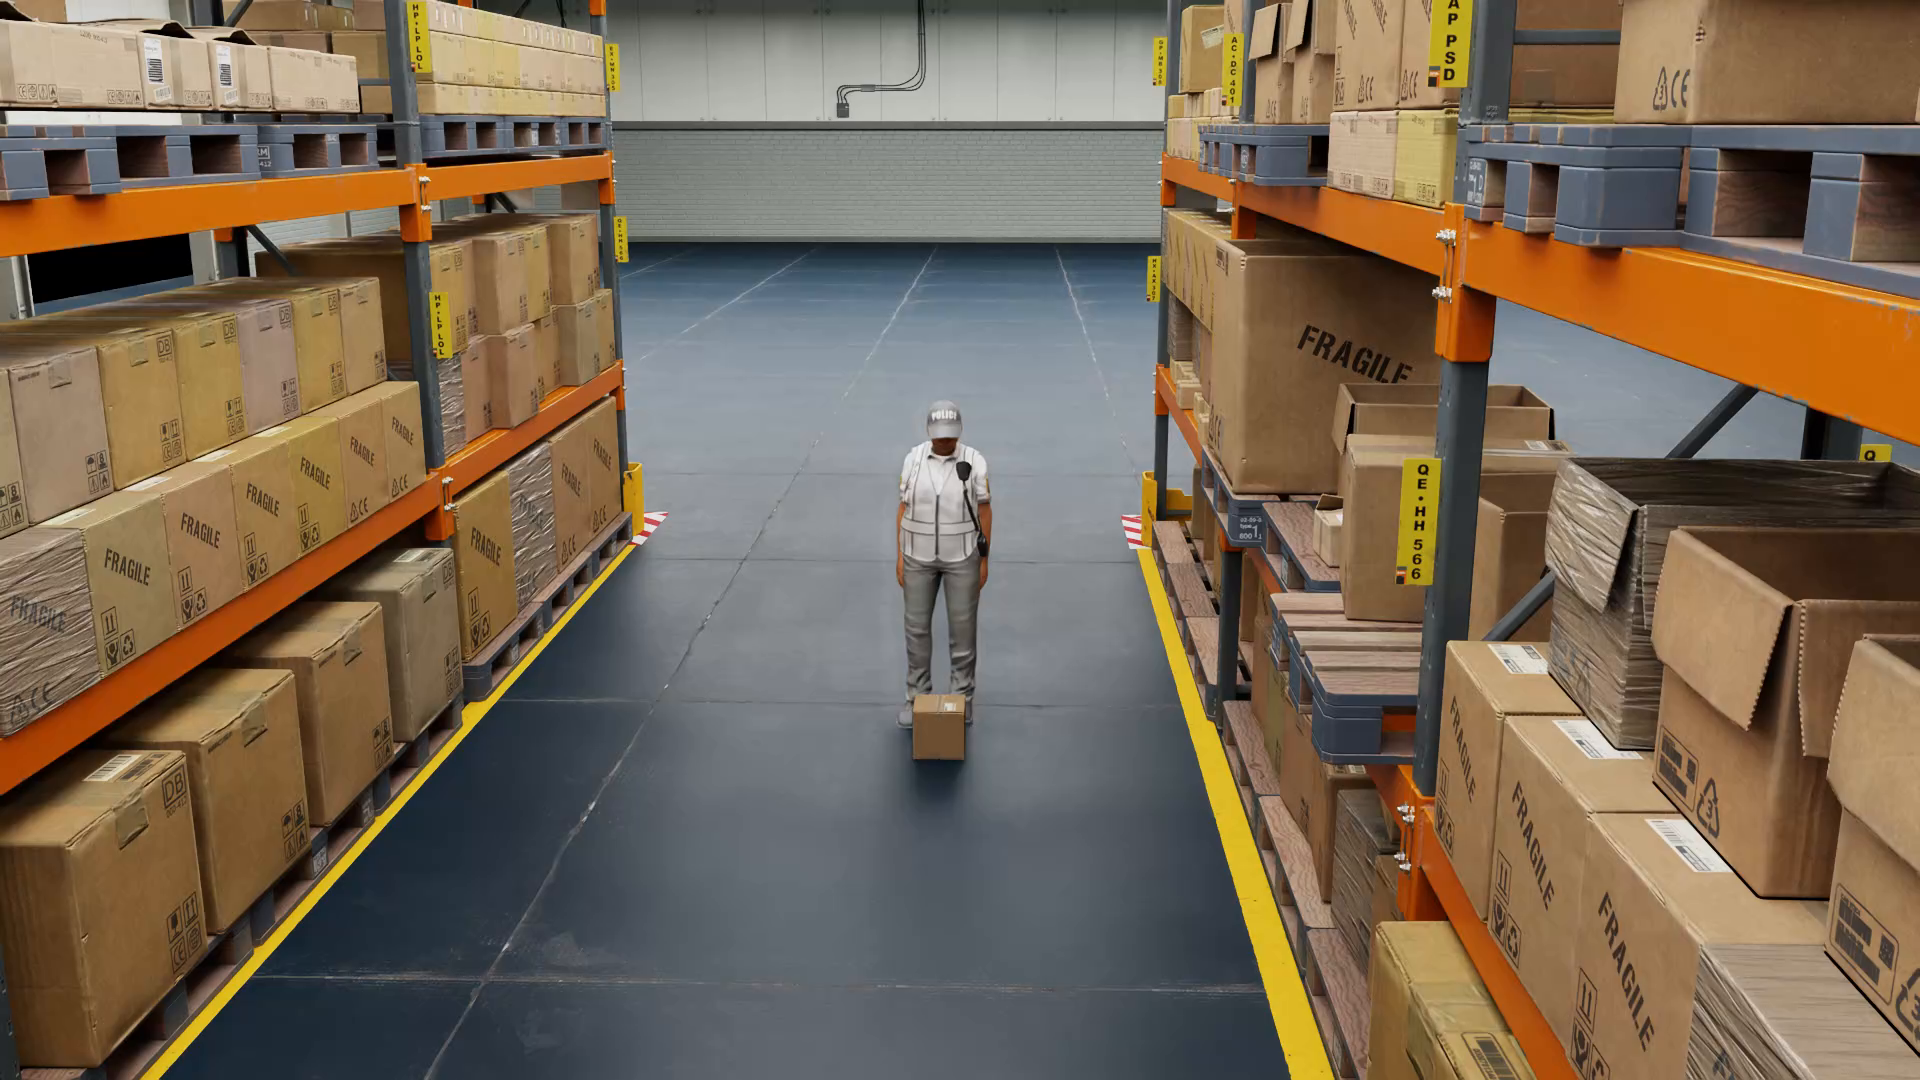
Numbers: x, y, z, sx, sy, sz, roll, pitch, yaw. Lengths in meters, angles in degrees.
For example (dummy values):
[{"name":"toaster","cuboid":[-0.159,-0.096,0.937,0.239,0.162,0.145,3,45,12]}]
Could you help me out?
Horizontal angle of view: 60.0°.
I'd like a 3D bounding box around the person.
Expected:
[{"name":"person","cuboid":[-0.087,0.120,8.497,0.487,1.687,0.405,2,14,7]}]
